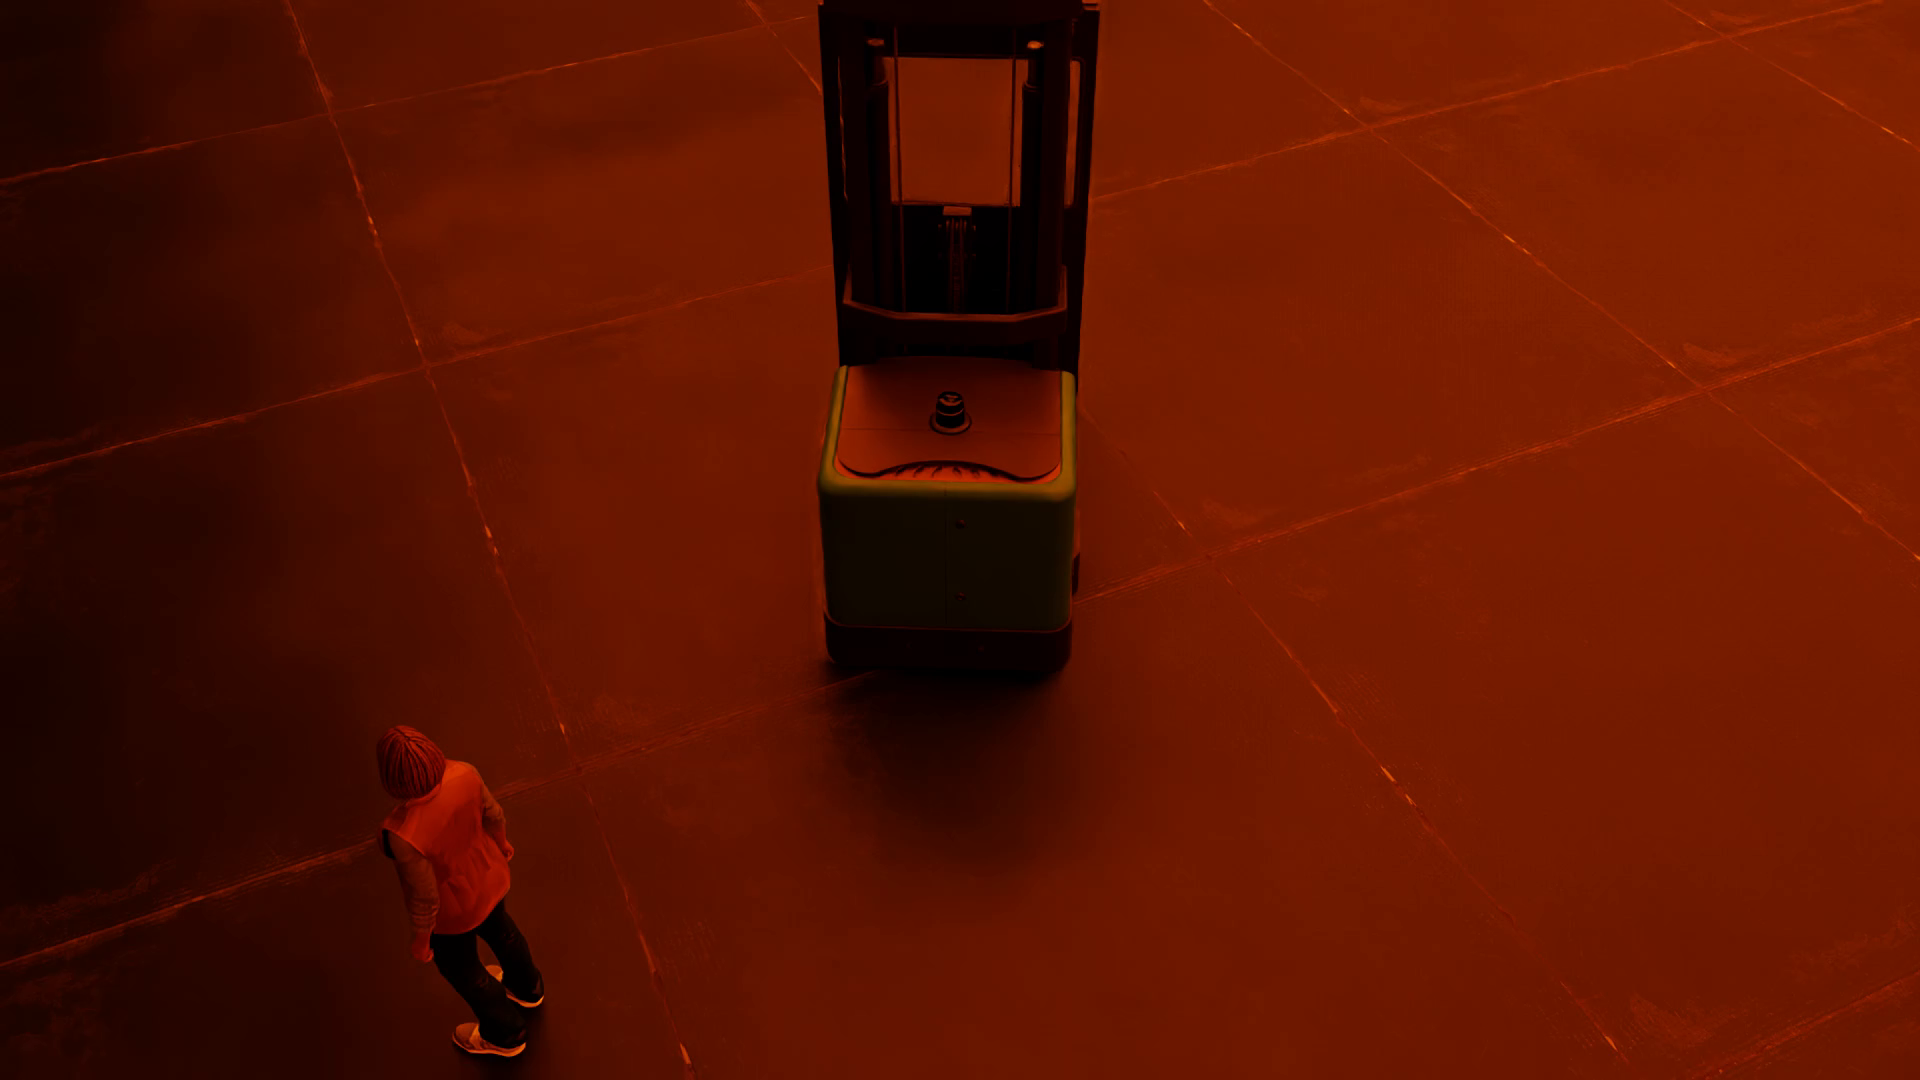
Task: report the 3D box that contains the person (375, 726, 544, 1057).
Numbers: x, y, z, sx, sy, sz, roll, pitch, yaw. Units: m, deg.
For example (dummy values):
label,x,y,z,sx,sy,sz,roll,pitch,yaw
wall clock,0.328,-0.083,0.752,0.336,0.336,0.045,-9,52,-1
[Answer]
label,x,y,z,sx,sy,sz,roll,pitch,yaw
person,-1.646,1.144,5.431,0.345,1.601,0.485,16,45,17

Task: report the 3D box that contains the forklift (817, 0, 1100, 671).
label,x,y,z,sx,sy,sz,roll,pitch,yaw
forklift,0.006,-1.501,7.288,1.130,2.935,3.031,2,43,2
